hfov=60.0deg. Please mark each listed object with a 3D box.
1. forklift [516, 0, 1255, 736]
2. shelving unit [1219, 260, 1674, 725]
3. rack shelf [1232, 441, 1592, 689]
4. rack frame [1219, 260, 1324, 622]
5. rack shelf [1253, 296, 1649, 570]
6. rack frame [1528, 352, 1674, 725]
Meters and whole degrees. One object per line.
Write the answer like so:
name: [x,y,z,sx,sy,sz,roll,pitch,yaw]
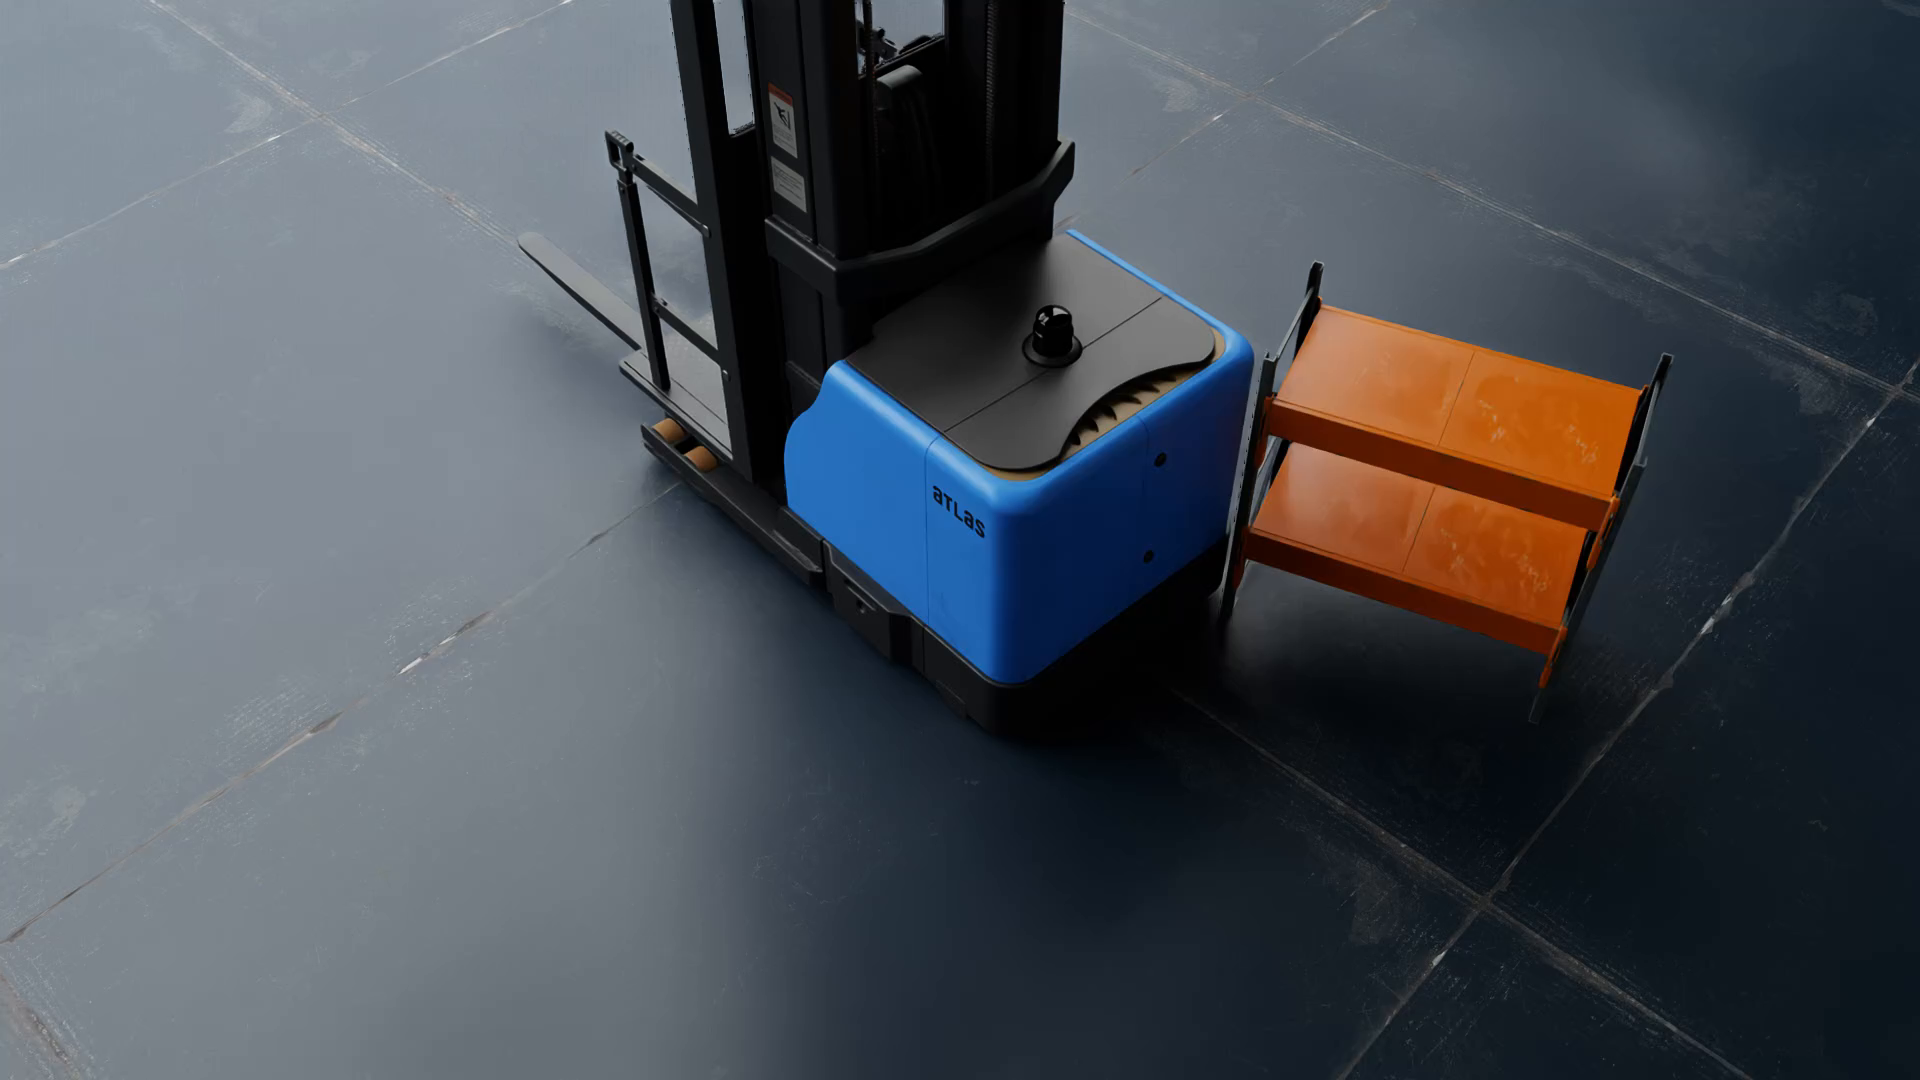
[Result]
forklift: [-0.488,-1.394,5.049,1.130,2.935,3.031,-34,55,-27]
shelving unit: [1.437,-0.130,5.099,1.048,1.125,0.538,19,50,17]
rack shelf: [1.437,0.037,5.277,1.000,0.278,0.538,19,50,17]
rack frame: [0.975,-0.285,5.246,0.032,1.125,0.500,19,50,17]
rack shelf: [1.436,-0.331,4.886,1.000,0.278,0.538,19,50,17]
rack frame: [1.898,0.025,4.952,0.032,1.125,0.500,19,50,17]
